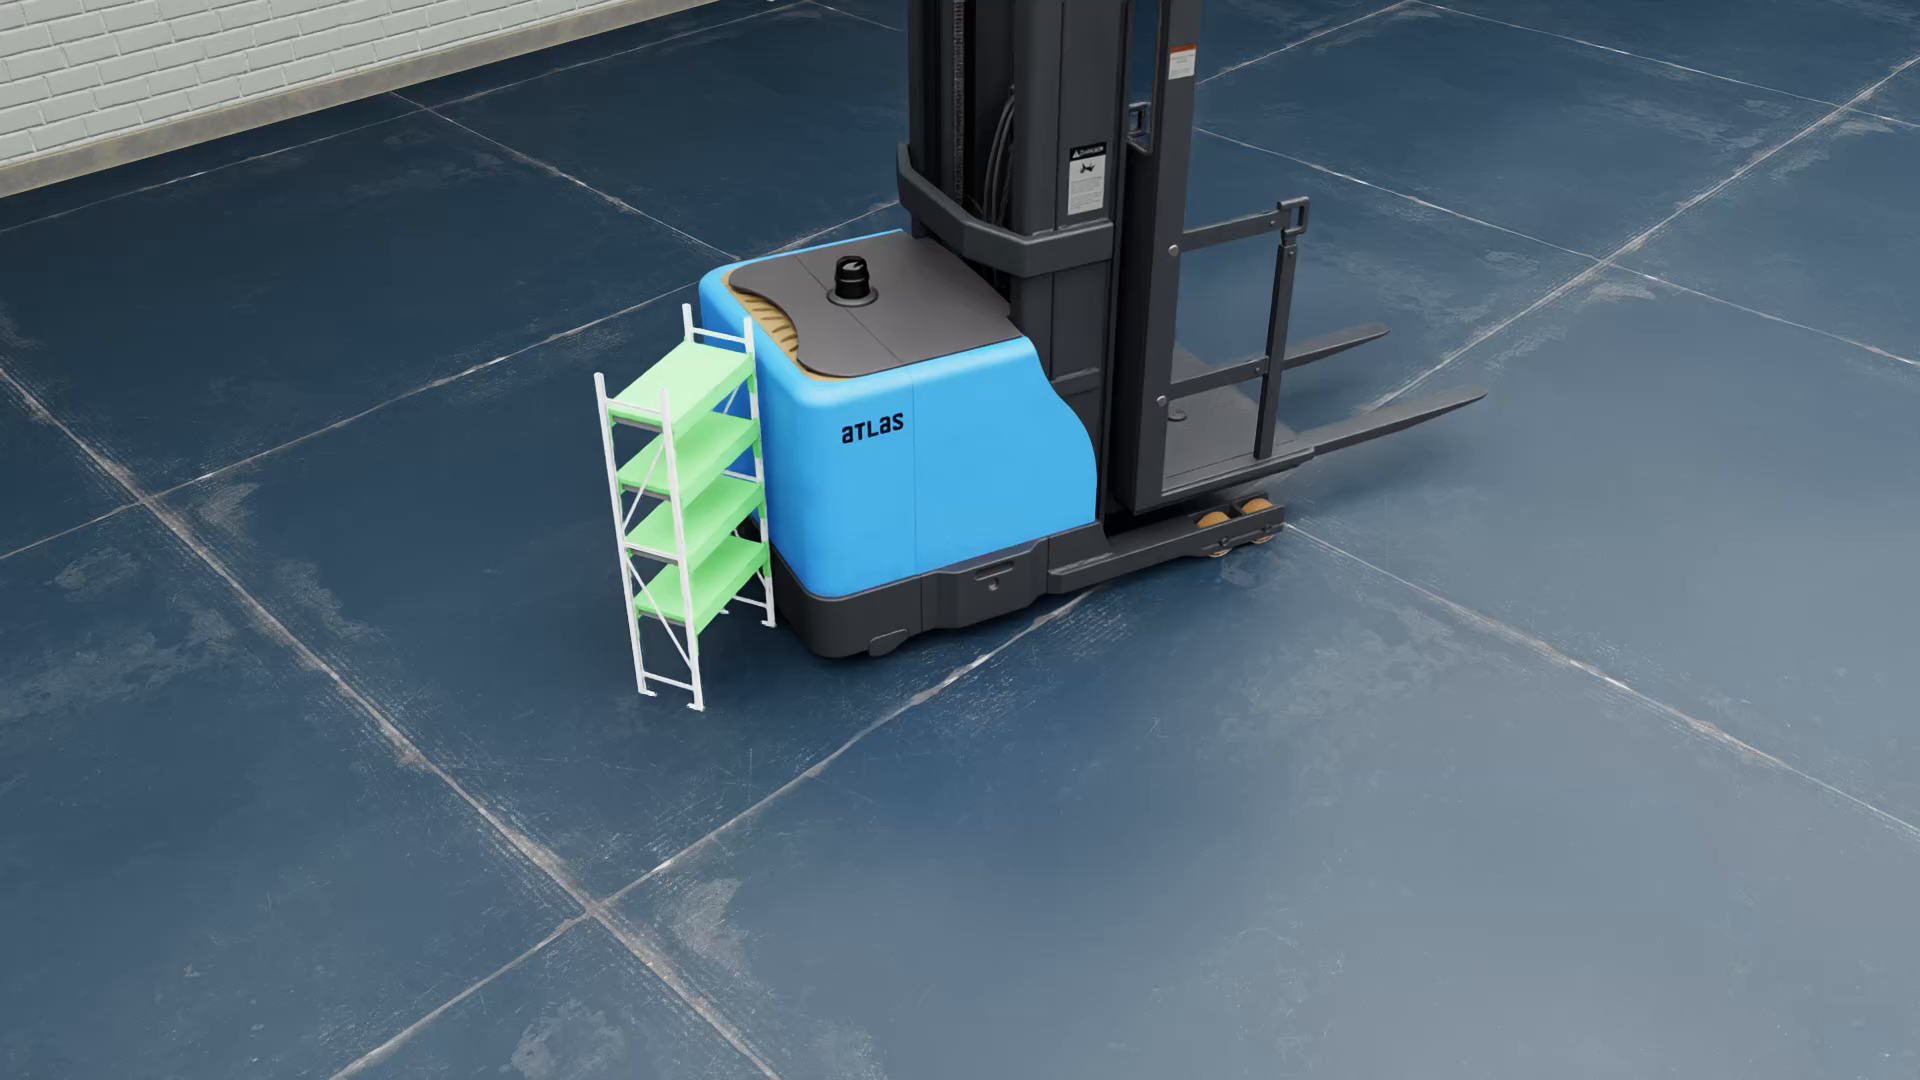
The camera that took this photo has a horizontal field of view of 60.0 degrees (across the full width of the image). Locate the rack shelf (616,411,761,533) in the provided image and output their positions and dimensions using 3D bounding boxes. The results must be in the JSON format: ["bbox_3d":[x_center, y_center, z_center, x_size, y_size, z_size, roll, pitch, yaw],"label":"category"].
[{"bbox_3d":[-0.855,-0.235,5.229,0.258,0.148,0.480,14,37,19],"label":"rack shelf"}]

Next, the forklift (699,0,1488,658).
[{"bbox_3d":[0.639,-1.390,5.681,3.031,2.935,1.130,-16,38,-22],"label":"forklift"}]

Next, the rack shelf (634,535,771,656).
[{"bbox_3d":[-0.856,0.159,5.502,0.258,0.148,0.480,14,37,19],"label":"rack shelf"}]

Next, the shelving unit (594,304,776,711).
[{"bbox_3d":[-0.855,-0.090,5.329,0.258,1.200,0.503,14,37,19],"label":"shelving unit"}]

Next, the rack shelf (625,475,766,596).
[{"bbox_3d":[-0.855,-0.038,5.365,0.258,0.148,0.480,14,37,19],"label":"rack shelf"}]

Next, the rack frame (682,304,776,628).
[{"bbox_3d":[-0.757,-0.217,5.513,0.240,1.200,0.015,14,37,19],"label":"rack frame"}]

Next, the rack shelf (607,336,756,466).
[{"bbox_3d":[-0.855,-0.432,5.092,0.258,0.148,0.480,14,37,19],"label":"rack shelf"}]

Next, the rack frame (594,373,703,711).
[{"bbox_3d":[-0.953,0.037,5.145,0.240,1.200,0.015,14,37,19],"label":"rack frame"}]
